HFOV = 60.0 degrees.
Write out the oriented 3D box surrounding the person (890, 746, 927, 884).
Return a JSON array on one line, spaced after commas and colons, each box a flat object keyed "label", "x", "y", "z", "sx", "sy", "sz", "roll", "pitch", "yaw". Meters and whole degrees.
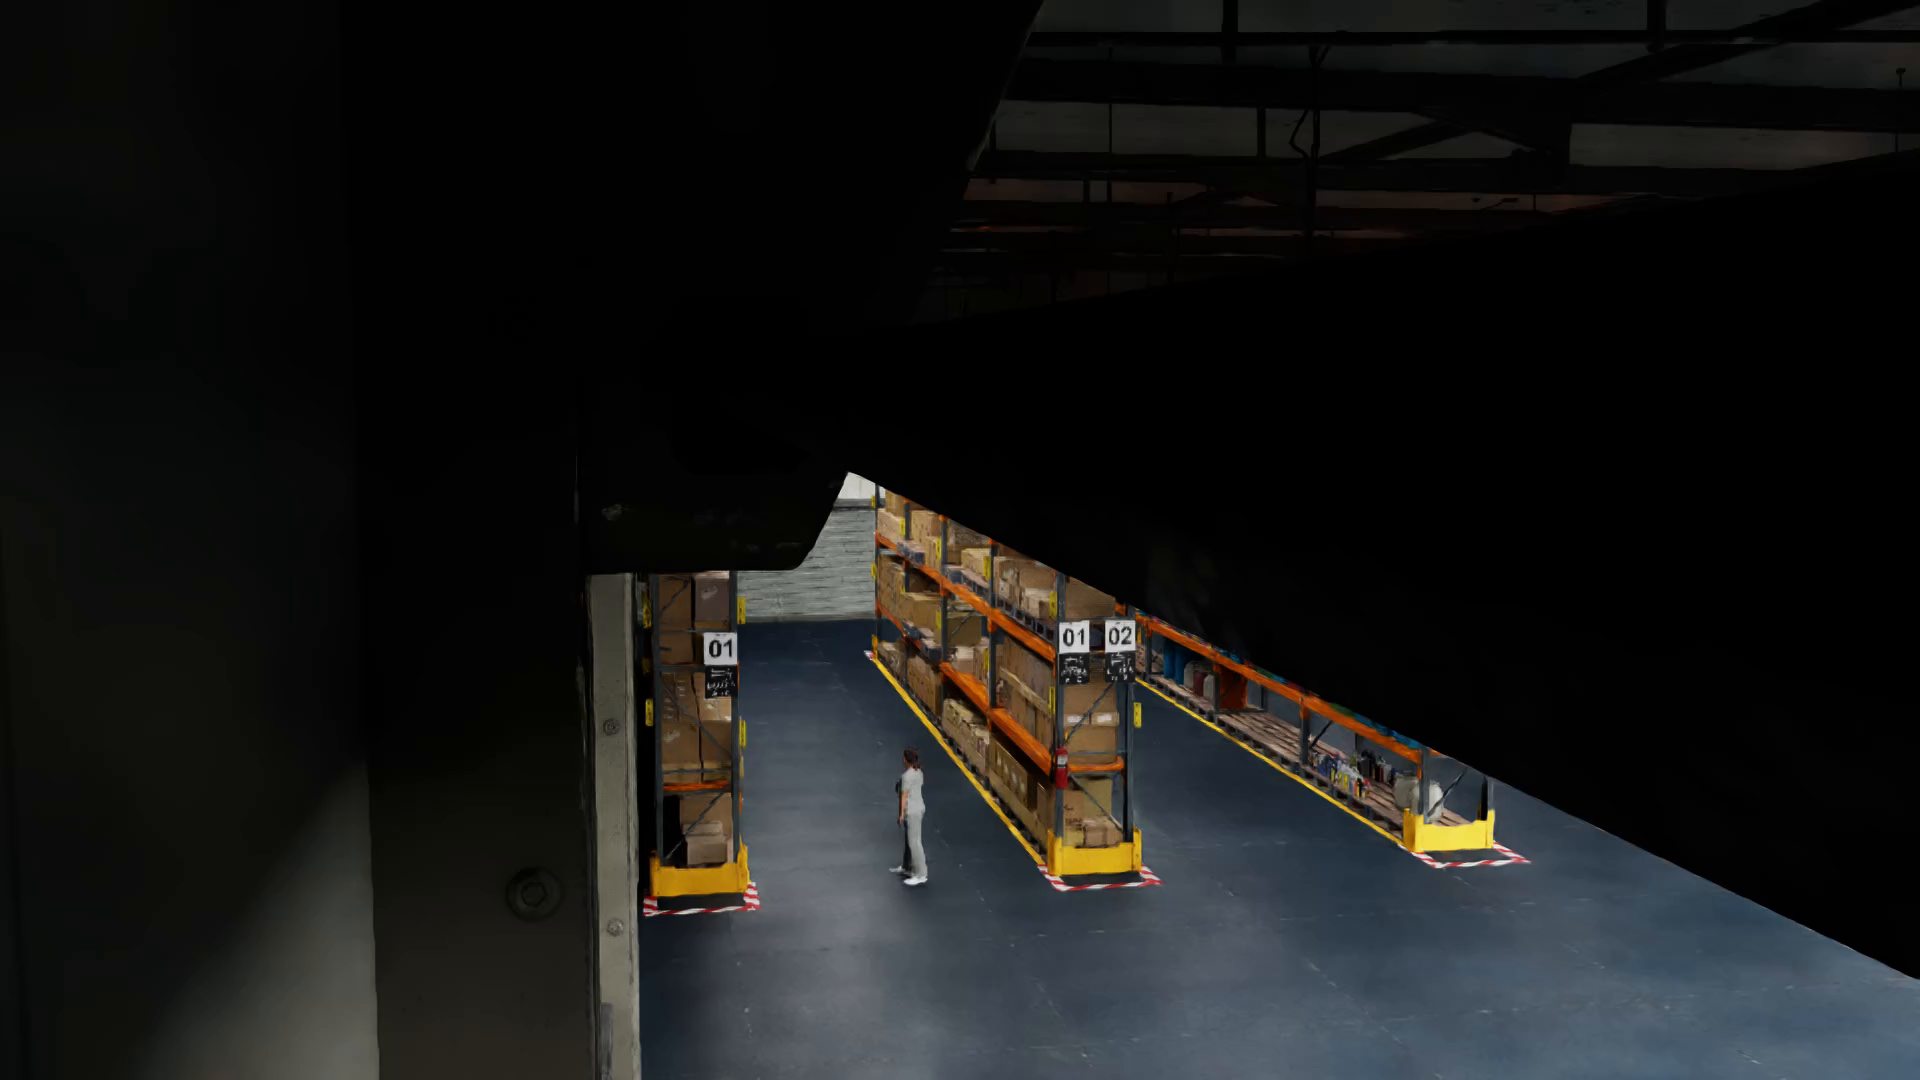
[{"label": "person", "x": -0.635, "y": 3.373, "z": 20.588, "sx": 0.564, "sy": 1.666, "sz": 0.564, "roll": 2, "pitch": 6, "yaw": 19}]
